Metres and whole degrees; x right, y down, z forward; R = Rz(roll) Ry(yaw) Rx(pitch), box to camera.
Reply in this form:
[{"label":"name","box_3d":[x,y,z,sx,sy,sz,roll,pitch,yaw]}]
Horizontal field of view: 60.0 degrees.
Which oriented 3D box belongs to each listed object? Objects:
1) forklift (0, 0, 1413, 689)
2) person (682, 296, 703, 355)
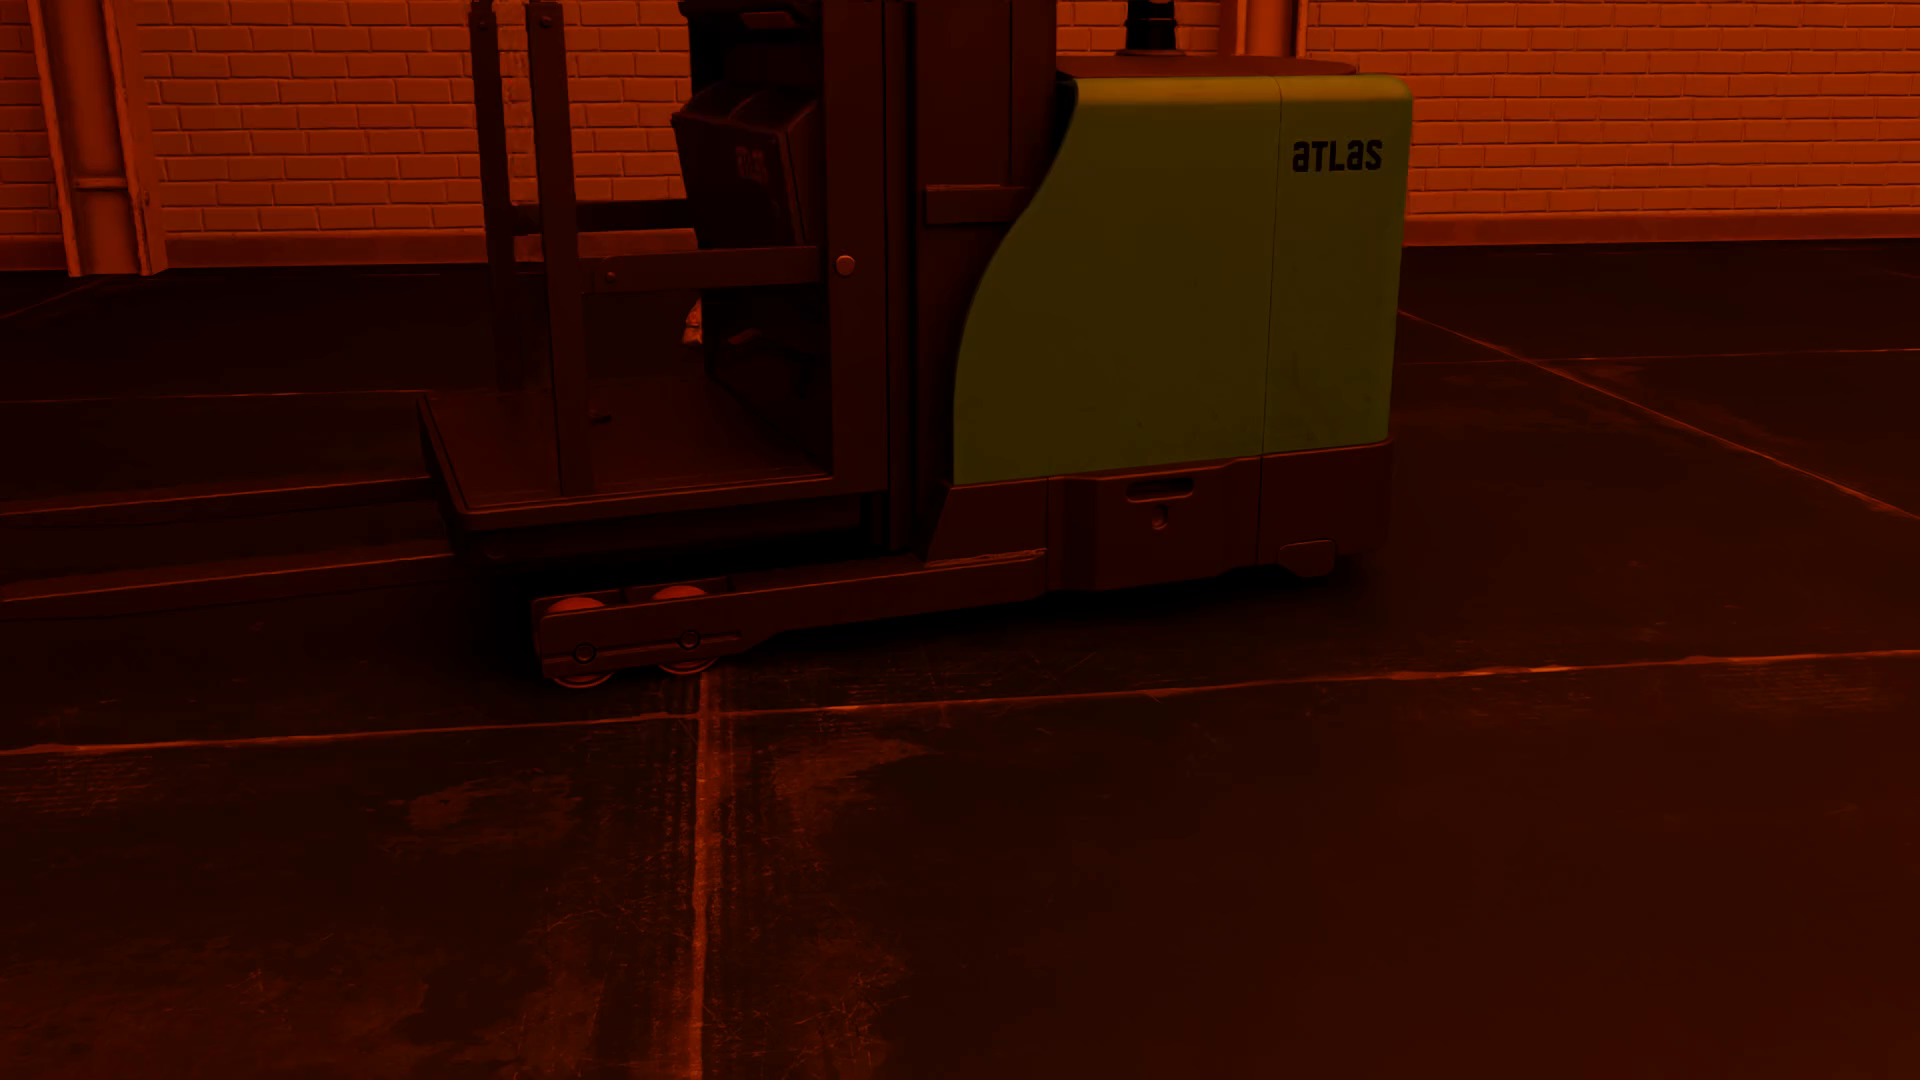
[{"label":"forklift","box_3d":[-0.620,-1.302,3.205,3.031,2.935,1.130,-6,18,-20]},{"label":"person","box_3d":[-0.594,-1.350,5.954,0.872,1.520,0.863,11,20,33]}]
